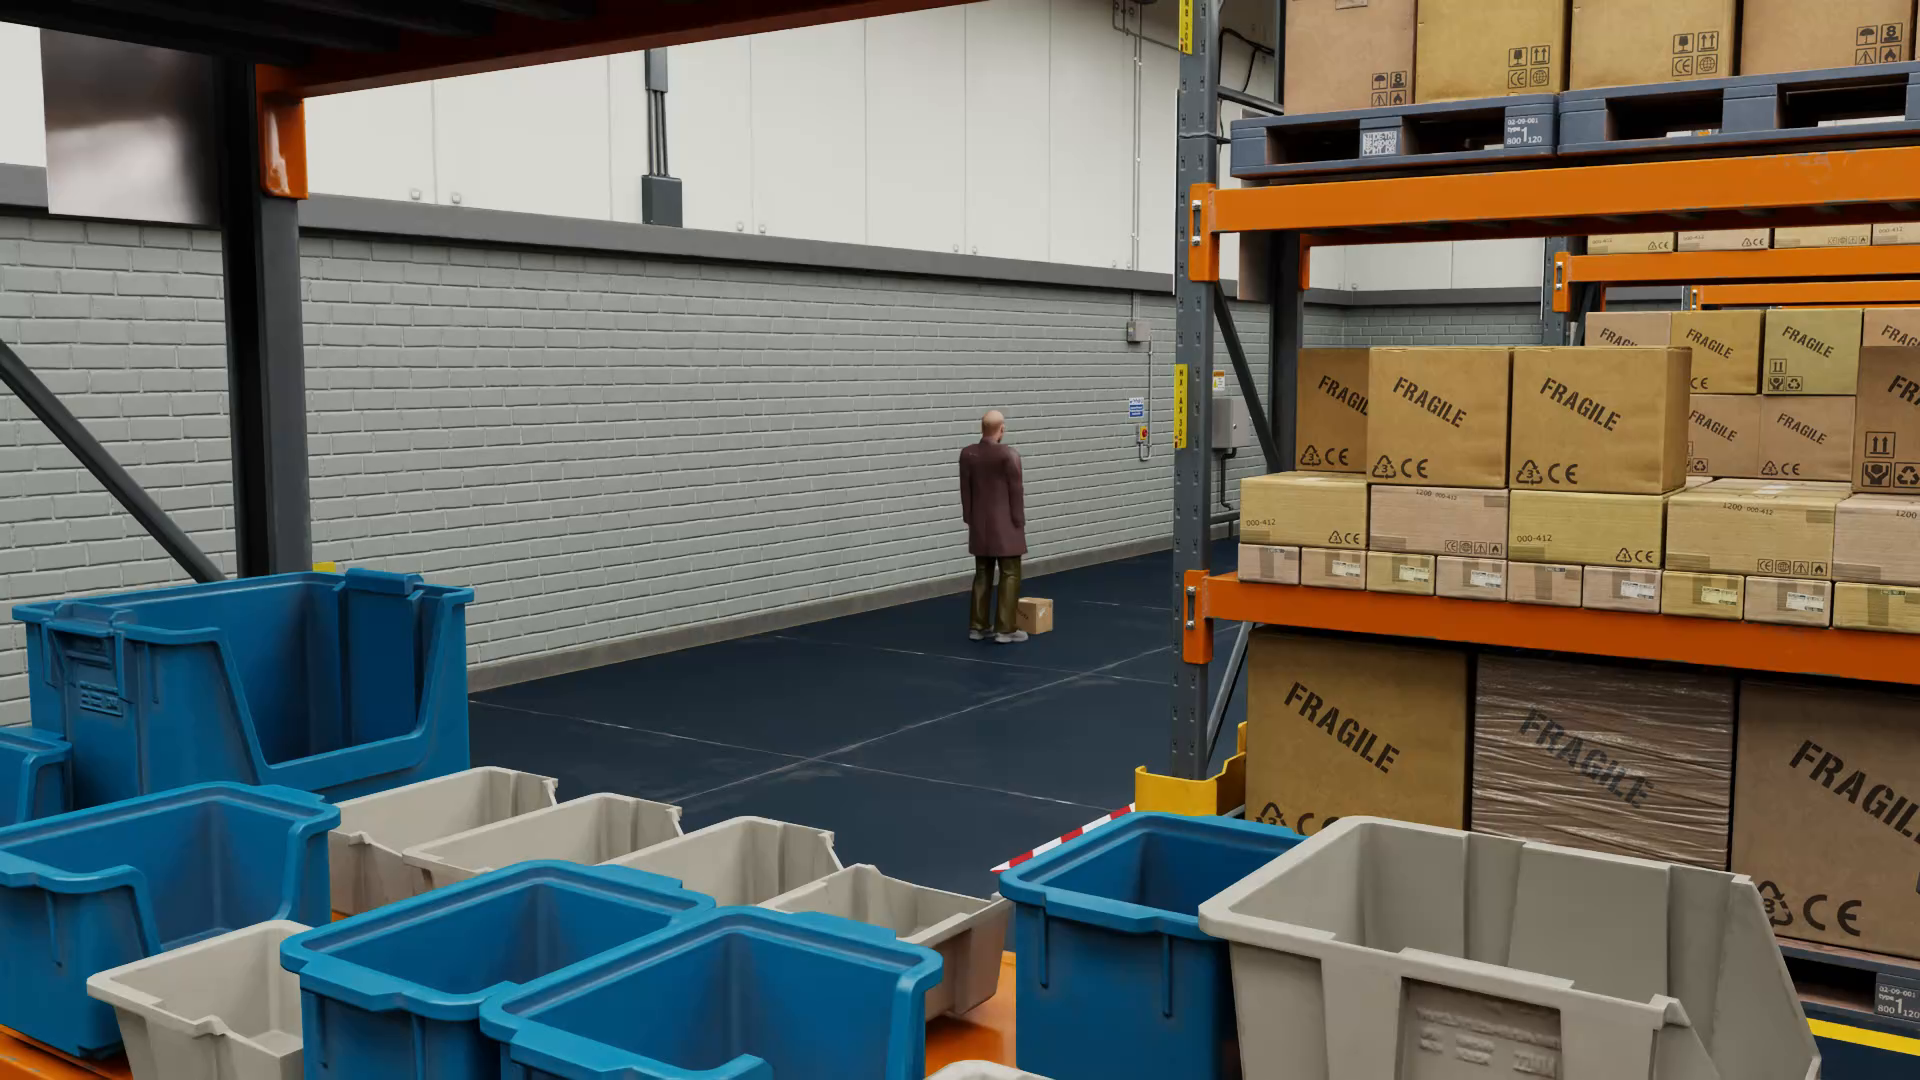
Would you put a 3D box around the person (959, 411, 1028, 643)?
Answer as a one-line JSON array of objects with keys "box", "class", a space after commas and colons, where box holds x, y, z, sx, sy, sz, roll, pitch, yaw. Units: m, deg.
[{"box": [0.265, -0.106, 12.816, 0.563, 1.776, 0.384, 4, 7, 35], "class": "person"}]
